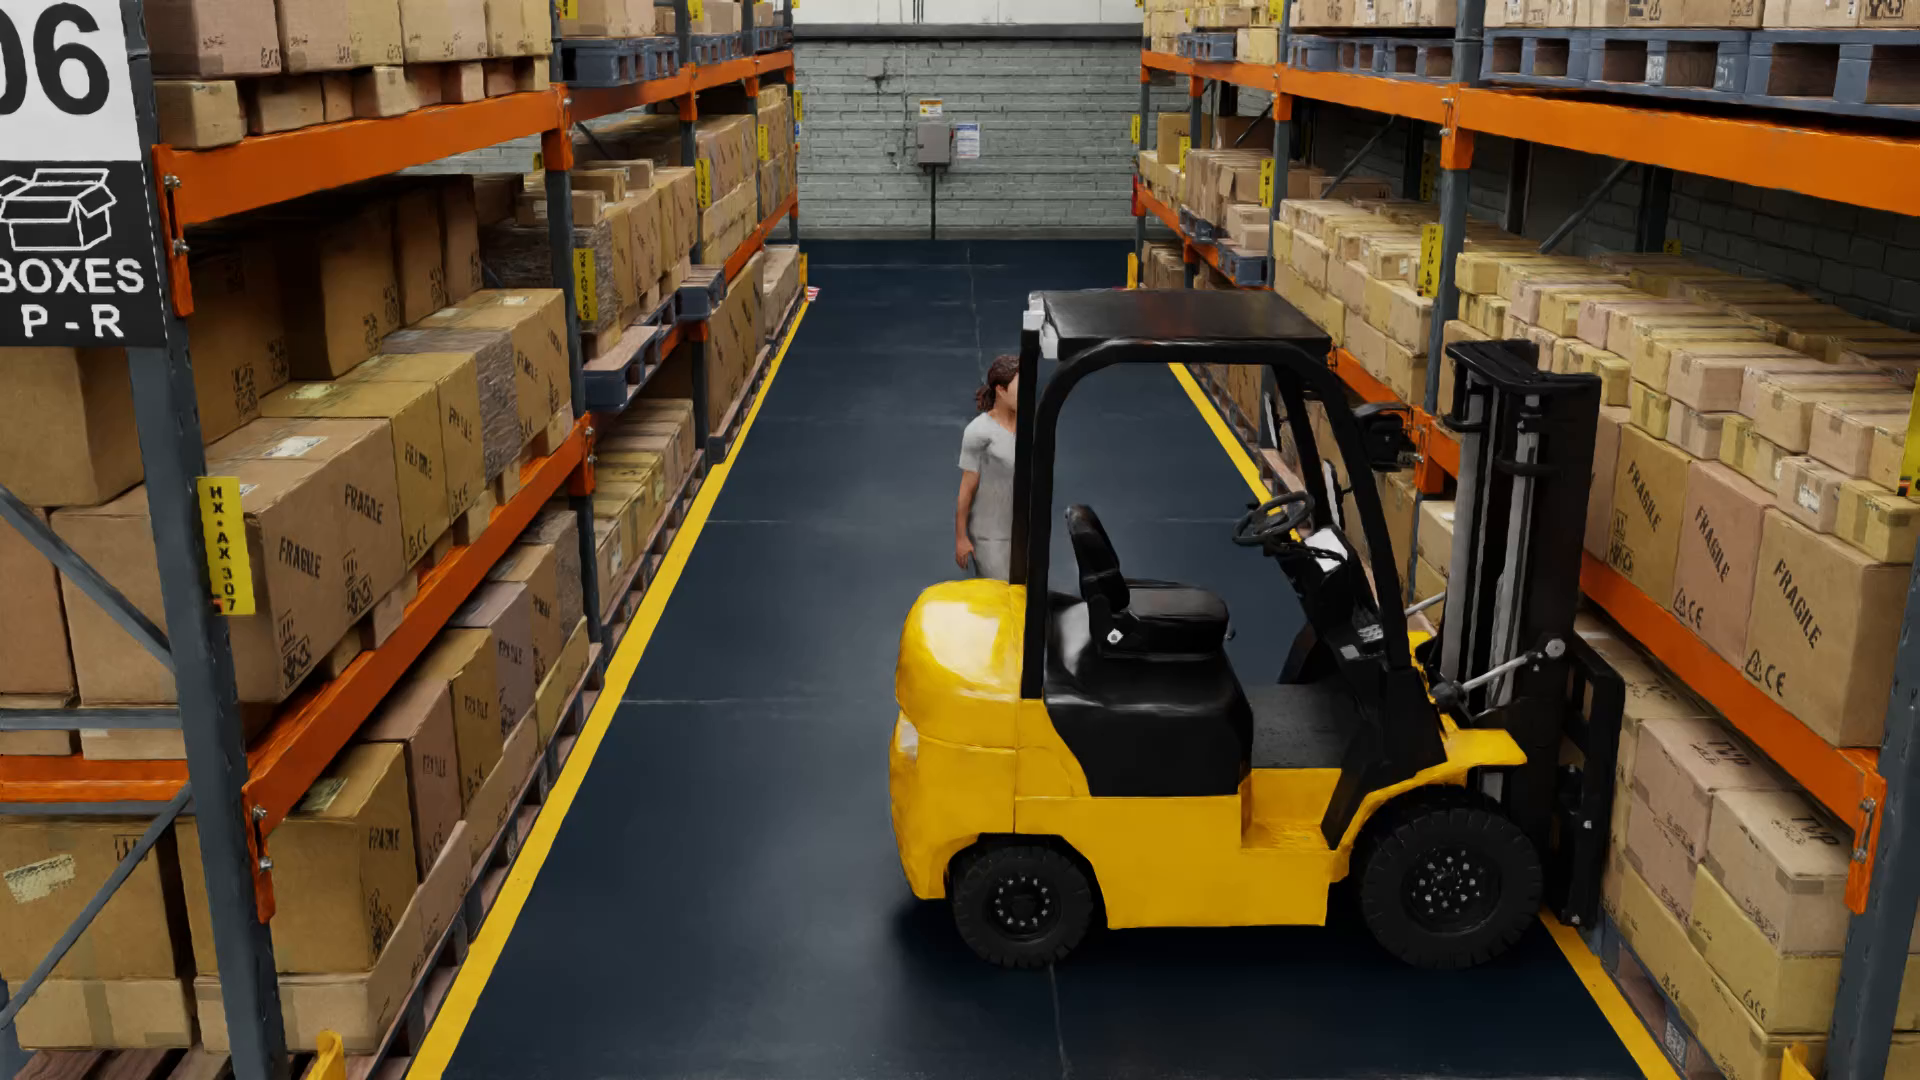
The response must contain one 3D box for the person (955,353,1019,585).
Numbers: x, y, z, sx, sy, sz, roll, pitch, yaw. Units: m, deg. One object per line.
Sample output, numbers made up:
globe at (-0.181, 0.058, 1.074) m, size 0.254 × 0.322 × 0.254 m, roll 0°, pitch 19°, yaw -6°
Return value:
person at (0.290, 0.013, 7.493) m, size 0.463 × 1.669 × 0.647 m, roll -14°, pitch 22°, yaw -39°
